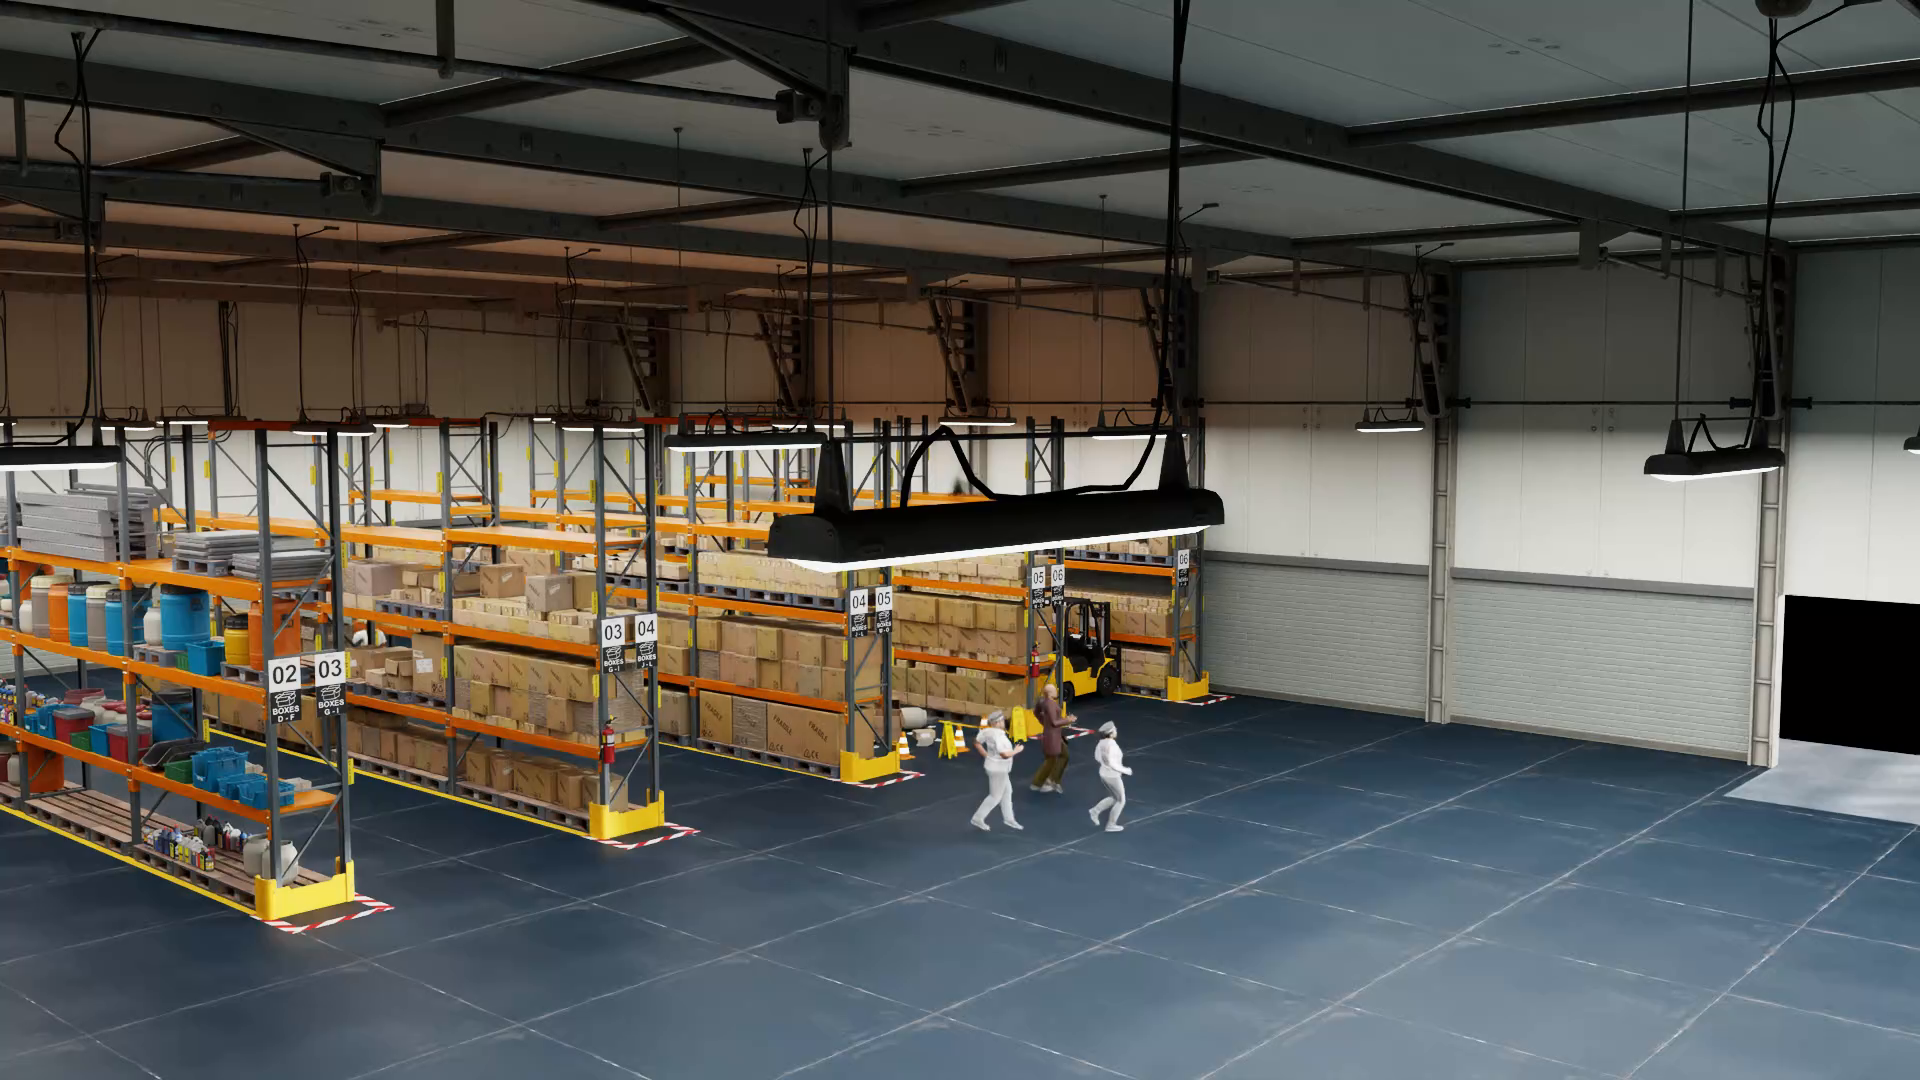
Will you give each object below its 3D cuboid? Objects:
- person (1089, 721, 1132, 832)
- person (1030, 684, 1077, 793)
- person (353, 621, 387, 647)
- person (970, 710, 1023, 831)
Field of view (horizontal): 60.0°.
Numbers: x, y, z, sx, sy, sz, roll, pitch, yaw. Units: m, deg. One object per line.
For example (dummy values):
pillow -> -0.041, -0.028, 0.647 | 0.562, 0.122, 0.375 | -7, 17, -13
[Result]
person -> 2.204, 3.474, 24.455 | 0.576, 1.648, 0.612 | -1, 5, -17
person -> 1.505, 3.226, 26.818 | 0.765, 1.828, 0.684 | 0, 5, 1
person -> -12.489, 2.527, 35.349 | 0.701, 1.773, 0.691 | 4, 6, 42
person -> 0.546, 3.405, 24.419 | 0.851, 1.828, 0.648 | -1, 5, -15
